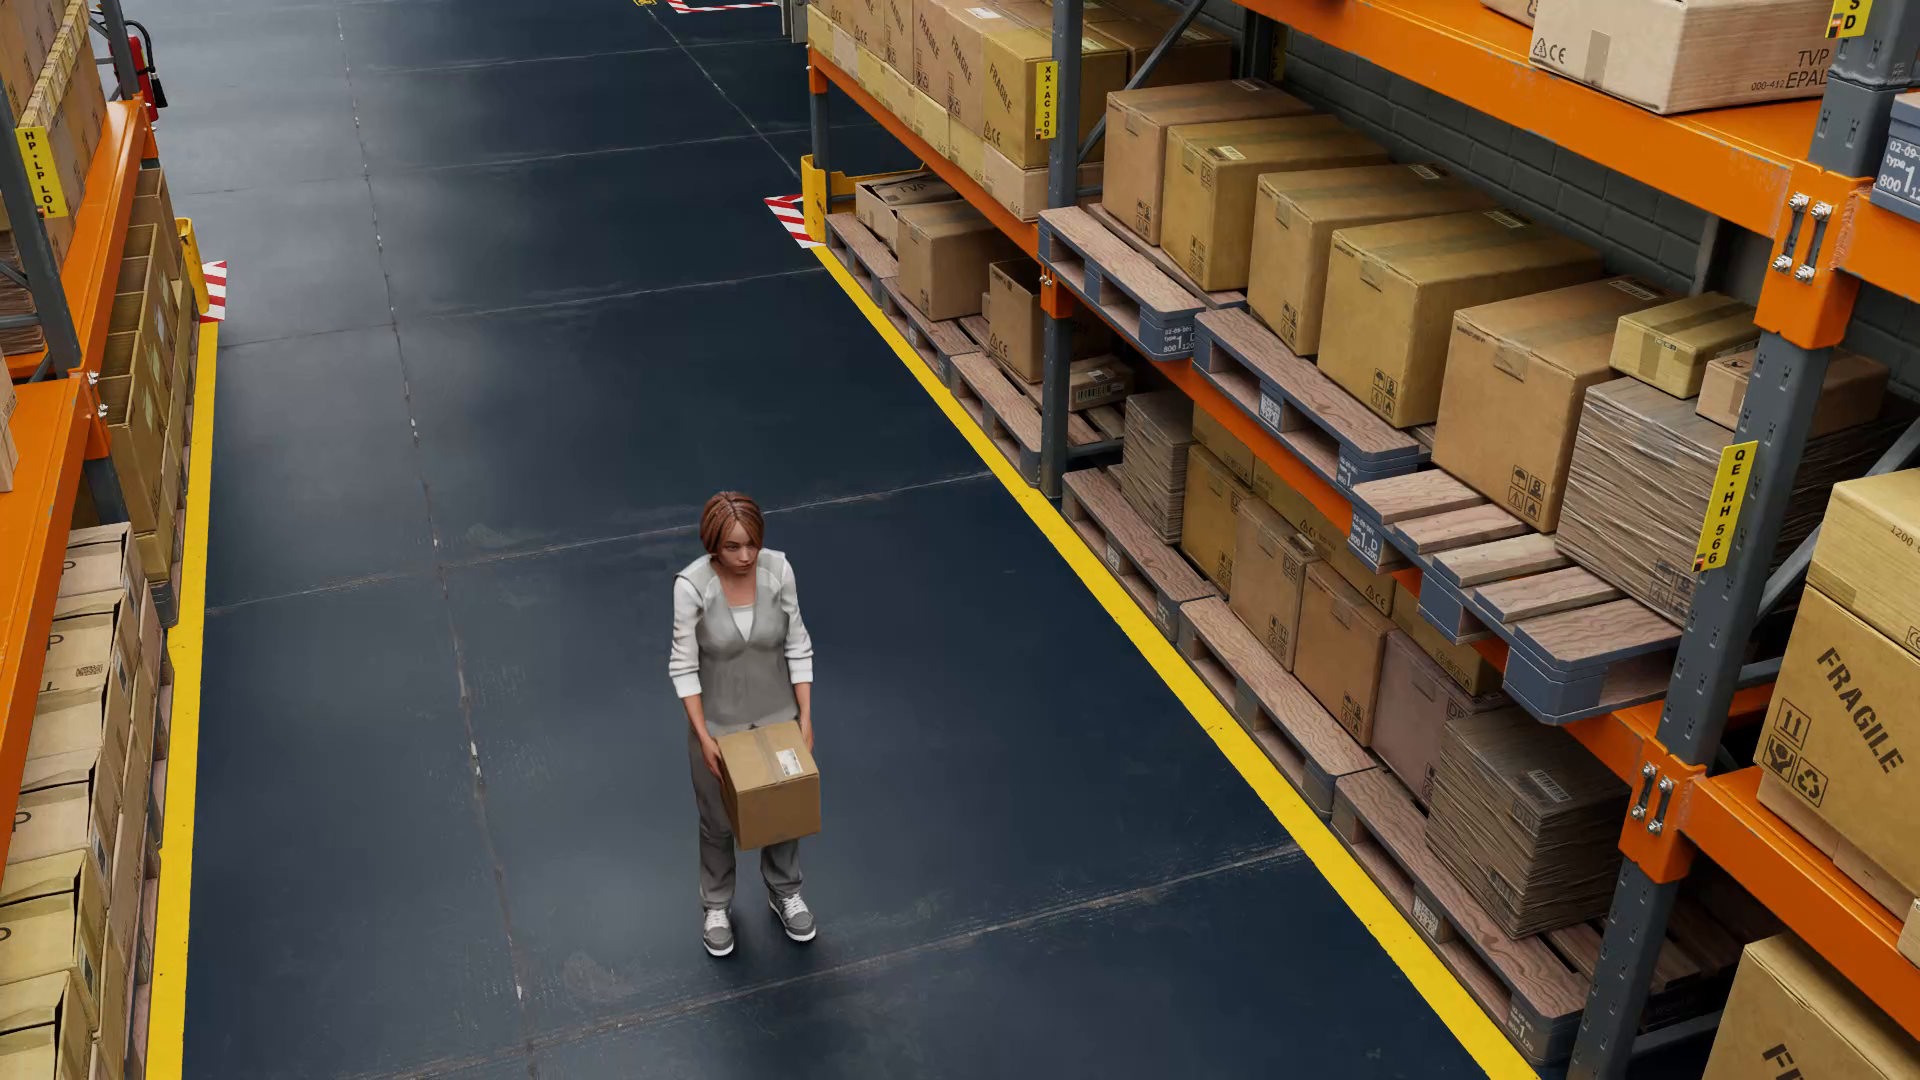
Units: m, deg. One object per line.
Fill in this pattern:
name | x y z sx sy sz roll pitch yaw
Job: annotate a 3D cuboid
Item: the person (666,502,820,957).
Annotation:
person | -0.657 0.572 5.161 0.461 1.593 0.365 -10 32 -17
